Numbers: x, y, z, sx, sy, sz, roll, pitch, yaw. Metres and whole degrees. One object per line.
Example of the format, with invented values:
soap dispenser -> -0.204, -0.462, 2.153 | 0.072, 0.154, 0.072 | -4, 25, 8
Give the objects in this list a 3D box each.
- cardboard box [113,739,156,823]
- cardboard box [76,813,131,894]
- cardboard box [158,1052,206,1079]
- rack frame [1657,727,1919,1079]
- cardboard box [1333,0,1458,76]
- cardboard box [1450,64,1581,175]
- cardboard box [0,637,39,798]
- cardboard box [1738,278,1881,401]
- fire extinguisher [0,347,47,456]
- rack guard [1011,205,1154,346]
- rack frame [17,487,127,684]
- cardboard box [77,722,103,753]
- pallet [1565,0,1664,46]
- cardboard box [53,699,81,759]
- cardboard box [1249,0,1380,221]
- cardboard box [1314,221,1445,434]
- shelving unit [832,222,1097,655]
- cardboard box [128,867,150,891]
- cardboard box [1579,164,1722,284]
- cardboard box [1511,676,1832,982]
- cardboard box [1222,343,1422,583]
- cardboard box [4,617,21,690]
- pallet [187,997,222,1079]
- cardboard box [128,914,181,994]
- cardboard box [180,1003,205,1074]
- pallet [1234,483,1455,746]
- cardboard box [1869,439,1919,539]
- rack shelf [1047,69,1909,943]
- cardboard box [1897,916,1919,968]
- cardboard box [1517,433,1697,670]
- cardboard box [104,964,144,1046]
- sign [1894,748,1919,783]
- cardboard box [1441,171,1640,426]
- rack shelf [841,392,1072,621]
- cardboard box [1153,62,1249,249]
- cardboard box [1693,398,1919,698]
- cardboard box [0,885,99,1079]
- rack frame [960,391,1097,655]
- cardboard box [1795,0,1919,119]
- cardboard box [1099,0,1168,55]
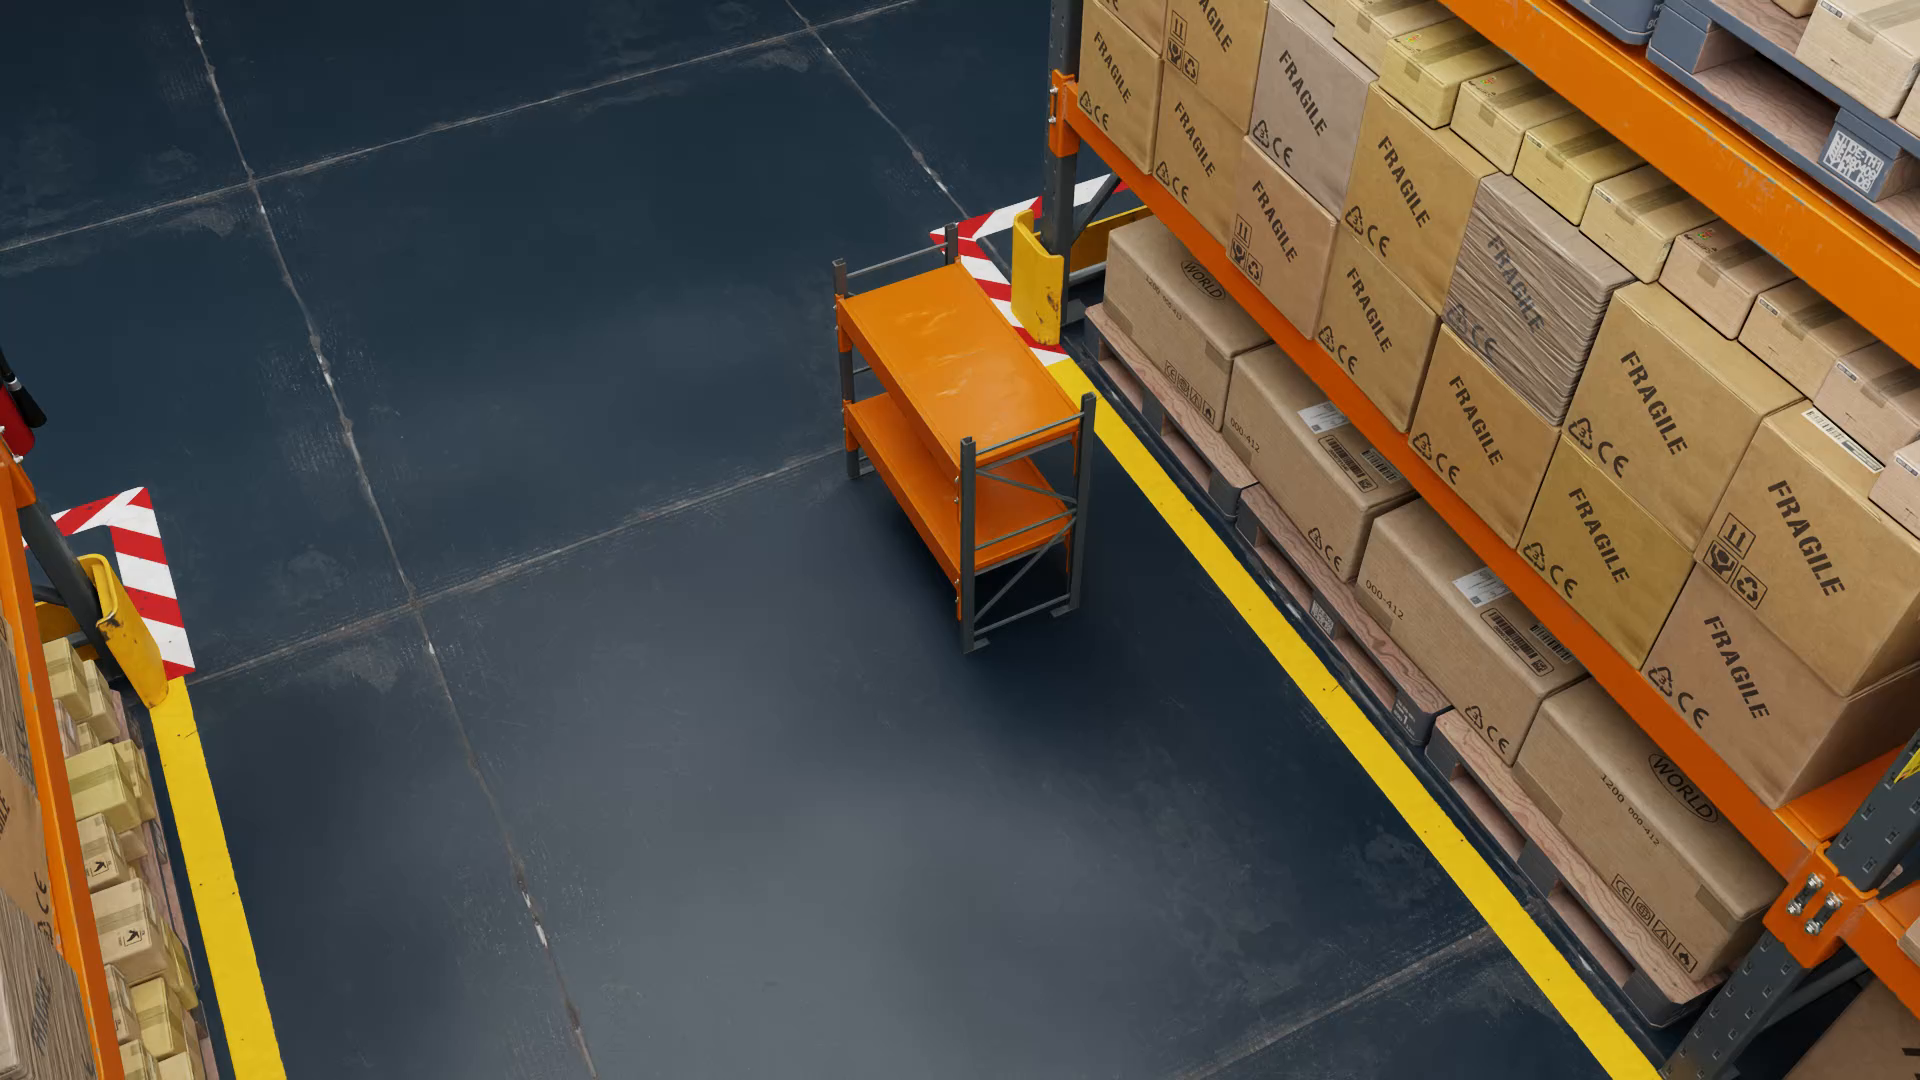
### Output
cardboard box -> -2.904, 0.858, 5.515 | 0.380, 0.149, 0.250 | -20, 52, -16
cardboard box -> -2.713, 1.024, 4.974 | 0.380, 0.149, 0.250 | -23, 53, -19
cardboard box -> -2.303, 1.639, 4.634 | 0.380, 0.149, 0.250 | -21, 52, -17
rack frame -> 2.648, 0.544, 4.174 | 1.000, 3.000, 0.127 | -21, 52, -18
cardboard box -> 1.314, -1.502, 4.802 | 0.380, 0.149, 0.250 | -21, 52, -17
cardboard box -> 1.569, -1.165, 4.507 | 0.380, 0.149, 0.250 | -21, 52, -18
cardboard box -> -2.632, 0.403, 4.033 | 0.500, 0.500, 0.500 | -21, 52, -17
cardboard box -> 2.094, -0.512, 3.936 | 0.380, 0.149, 0.250 | -21, 52, -17
fire extinguisher -> -3.243, -0.540, 5.421 | 0.296, 0.674, 0.183 | -21, 52, -18
rack guard -> 0.806, -1.326, 7.470 | 1.175, 0.500, 0.348 | -21, 52, -18
rack frame -> -3.538, -0.360, 4.965 | 1.000, 3.000, 0.127 | -21, 52, -18
cardboard box -> -2.971, 0.790, 5.376 | 0.380, 0.149, 0.250 | -22, 52, -18
pallet -> 1.728, -1.781, 4.274 | 1.003, 0.211, 1.213 | -21, 52, -18
cardboard box -> -3.006, 0.699, 5.258 | 0.380, 0.149, 0.250 | -20, 52, -17
cardboard box -> 1.269, -1.391, 5.135 | 0.500, 0.500, 0.500 | -22, 52, -18
cardboard box -> 1.499, -0.741, 5.231 | 0.500, 0.500, 0.500 | -20, 52, -16
shelving unit -> -0.003, -0.375, 6.223 | 0.538, 1.125, 1.048 | -21, 52, -18
cardboard box -> -2.735, 1.225, 5.194 | 0.380, 0.149, 0.250 | -21, 52, -17
cardboard box -> 1.816, -0.831, 4.215 | 0.380, 0.149, 0.250 | -22, 52, -18
cardboard box -> 2.456, 0.792, 5.380 | 0.875, 0.438, 0.875 | -22, 52, -18
cardboard box -> 1.635, -0.411, 6.432 | 0.875, 0.438, 0.875 | -20, 52, -17
cardboard box -> -2.791, 0.348, 4.513 | 0.380, 0.149, 0.250 | -20, 52, -17
pallet -> -2.608, 1.980, 4.771 | 1.003, 0.211, 1.213 | -21, 52, -18
cardboard box -> -2.555, 1.286, 4.942 | 0.380, 0.149, 0.250 | -20, 52, -17
cardboard box -> -2.455, 1.564, 4.897 | 0.380, 0.149, 0.250 | -20, 52, -17
pallet -> 1.807, 0.109, 6.407 | 1.003, 0.211, 1.213 | -21, 52, -18
cardboard box -> 2.224, -0.128, 3.600 | 0.380, 0.149, 0.250 | -22, 52, -18
rack shelf -> 1.733, -0.558, 5.616 | 1.077, 0.370, 4.000 | -21, 52, -18
cardboard box -> 2.614, 0.979, 3.893 | 0.500, 0.250, 0.500 | -22, 52, -18
cardboard box -> 1.968, -0.054, 4.630 | 0.500, 0.500, 0.500 | -22, 52, -18
cardboard box -> -2.518, 1.399, 4.646 | 0.380, 0.149, 0.250 | -23, 53, -19
sign -> 2.155, 0.425, 3.650 | 0.100, 0.325, 0.005 | -21, 52, -18
cardboard box -> 1.720, -0.719, 4.548 | 0.500, 0.500, 0.500 | -21, 52, -17
rack shelf -> -0.003, -0.214, 6.407 | 0.538, 0.278, 1.000 | -21, 52, -18
cardboard box -> 1.038, -1.417, 5.823 | 0.500, 0.500, 0.500 | -22, 52, -18
cardboard box -> 2.186, -0.039, 3.953 | 0.500, 0.500, 0.500 | -22, 52, -18
cardboard box -> -2.141, 1.089, 3.433 | 0.500, 0.500, 0.500 | -22, 52, -18
rack frame -> 0.230, -0.035, 5.926 | 0.500, 1.125, 0.032 | -21, 52, -18
cardboard box -> 1.950, -1.026, 3.376 | 0.380, 0.149, 0.250 | -20, 52, -17
cardboard box -> 0.784, -2.076, 5.735 | 0.500, 0.500, 0.500 | -22, 52, -18
